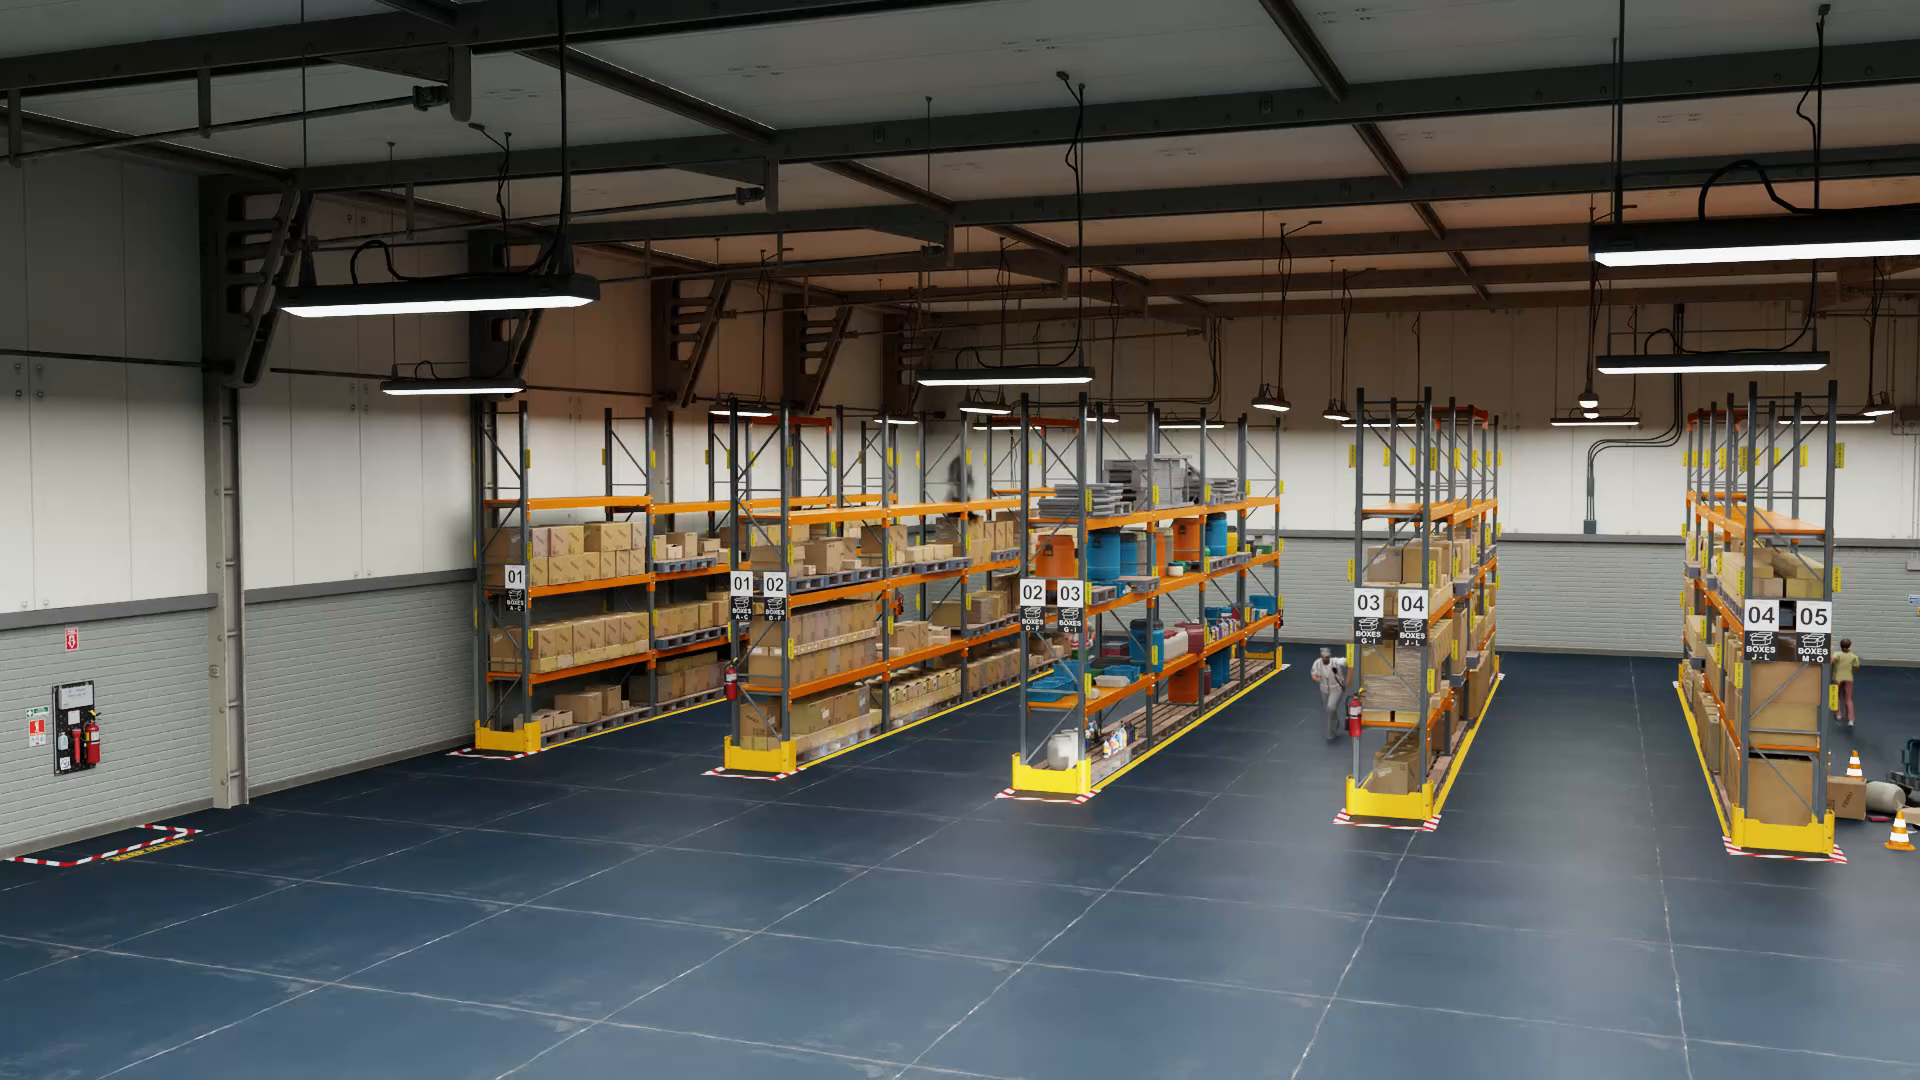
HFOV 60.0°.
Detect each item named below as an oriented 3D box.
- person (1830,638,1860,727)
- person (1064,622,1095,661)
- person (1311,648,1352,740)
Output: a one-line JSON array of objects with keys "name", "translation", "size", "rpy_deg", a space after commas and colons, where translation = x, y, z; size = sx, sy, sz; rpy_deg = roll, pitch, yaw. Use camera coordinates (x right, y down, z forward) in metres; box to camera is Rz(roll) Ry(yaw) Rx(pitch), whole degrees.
[{"name": "person", "translation": [16.353, 2.671, 30.802], "size": [0.579, 1.693, 0.846], "rpy_deg": [1, 3, 21]}, {"name": "person", "translation": [2.550, 2.349, 35.504], "size": [0.657, 1.776, 0.968], "rpy_deg": [0, 3, 9]}, {"name": "person", "translation": [6.703, 2.761, 29.916], "size": [0.704, 1.710, 1.021], "rpy_deg": [2, 3, 29]}]
